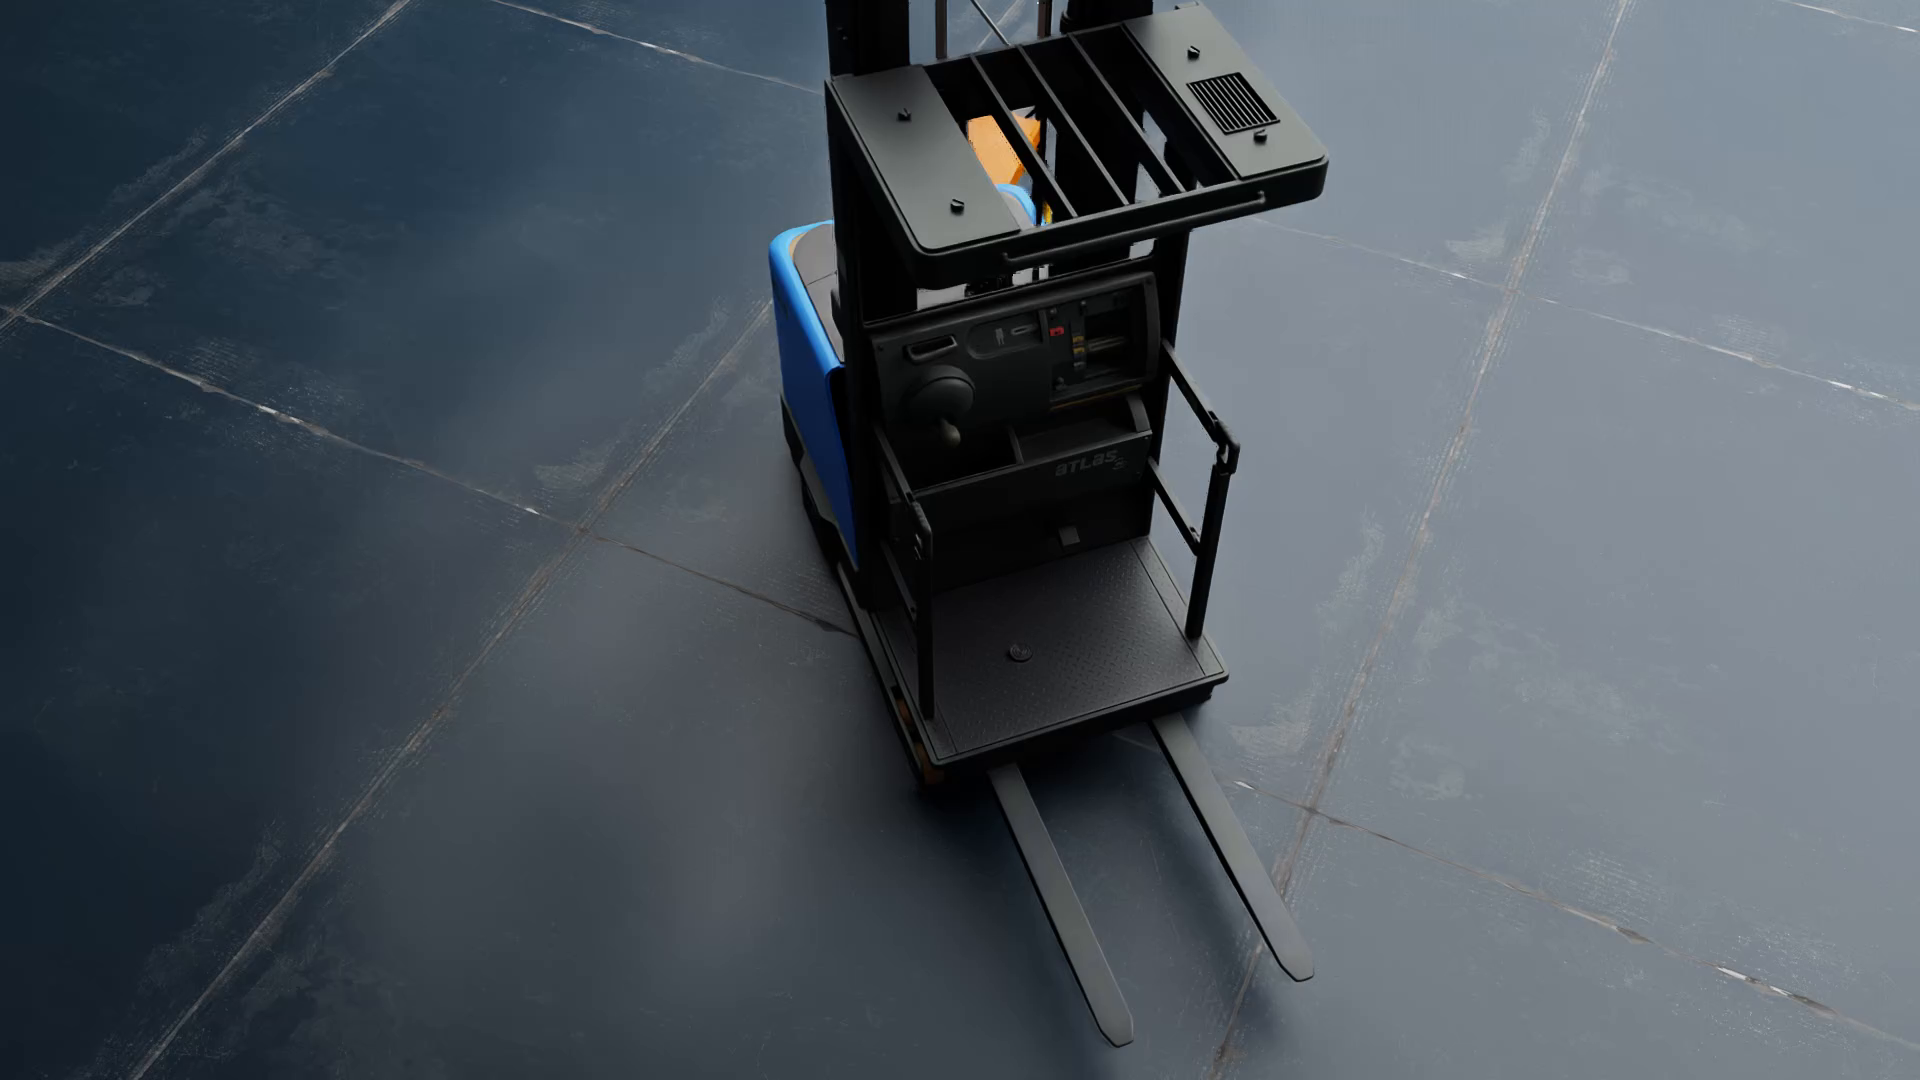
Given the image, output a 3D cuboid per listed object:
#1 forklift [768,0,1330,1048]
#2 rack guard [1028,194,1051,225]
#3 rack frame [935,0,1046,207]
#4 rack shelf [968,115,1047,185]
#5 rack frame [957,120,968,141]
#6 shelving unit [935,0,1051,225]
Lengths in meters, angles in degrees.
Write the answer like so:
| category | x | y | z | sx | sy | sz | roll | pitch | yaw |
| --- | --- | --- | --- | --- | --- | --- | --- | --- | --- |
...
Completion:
| category | x | y | z | sx | sy | sz | roll | pitch | yaw |
| --- | --- | --- | --- | --- | --- | --- | --- | --- | --- |
| forklift | 0.260 | -0.455 | 5.028 | 1.130 | 2.935 | 3.031 | -16 | 51 | -13 |
| rack guard | 0.135 | -1.576 | 7.742 | 0.587 | 0.250 | 0.087 | 15 | 51 | 13 |
| rack frame | 0.135 | -1.982 | 7.267 | 0.500 | 1.500 | 0.032 | 15 | 51 | 13 |
| rack shelf | -0.037 | -1.501 | 7.094 | 0.538 | 0.185 | 1.000 | 15 | 51 | 13 |
| rack frame | -0.209 | -1.254 | 6.647 | 0.500 | 1.500 | 0.032 | 15 | 51 | 13 |
| shelving unit | -0.034 | -1.624 | 6.963 | 0.587 | 1.500 | 1.083 | 15 | 51 | 13 |
